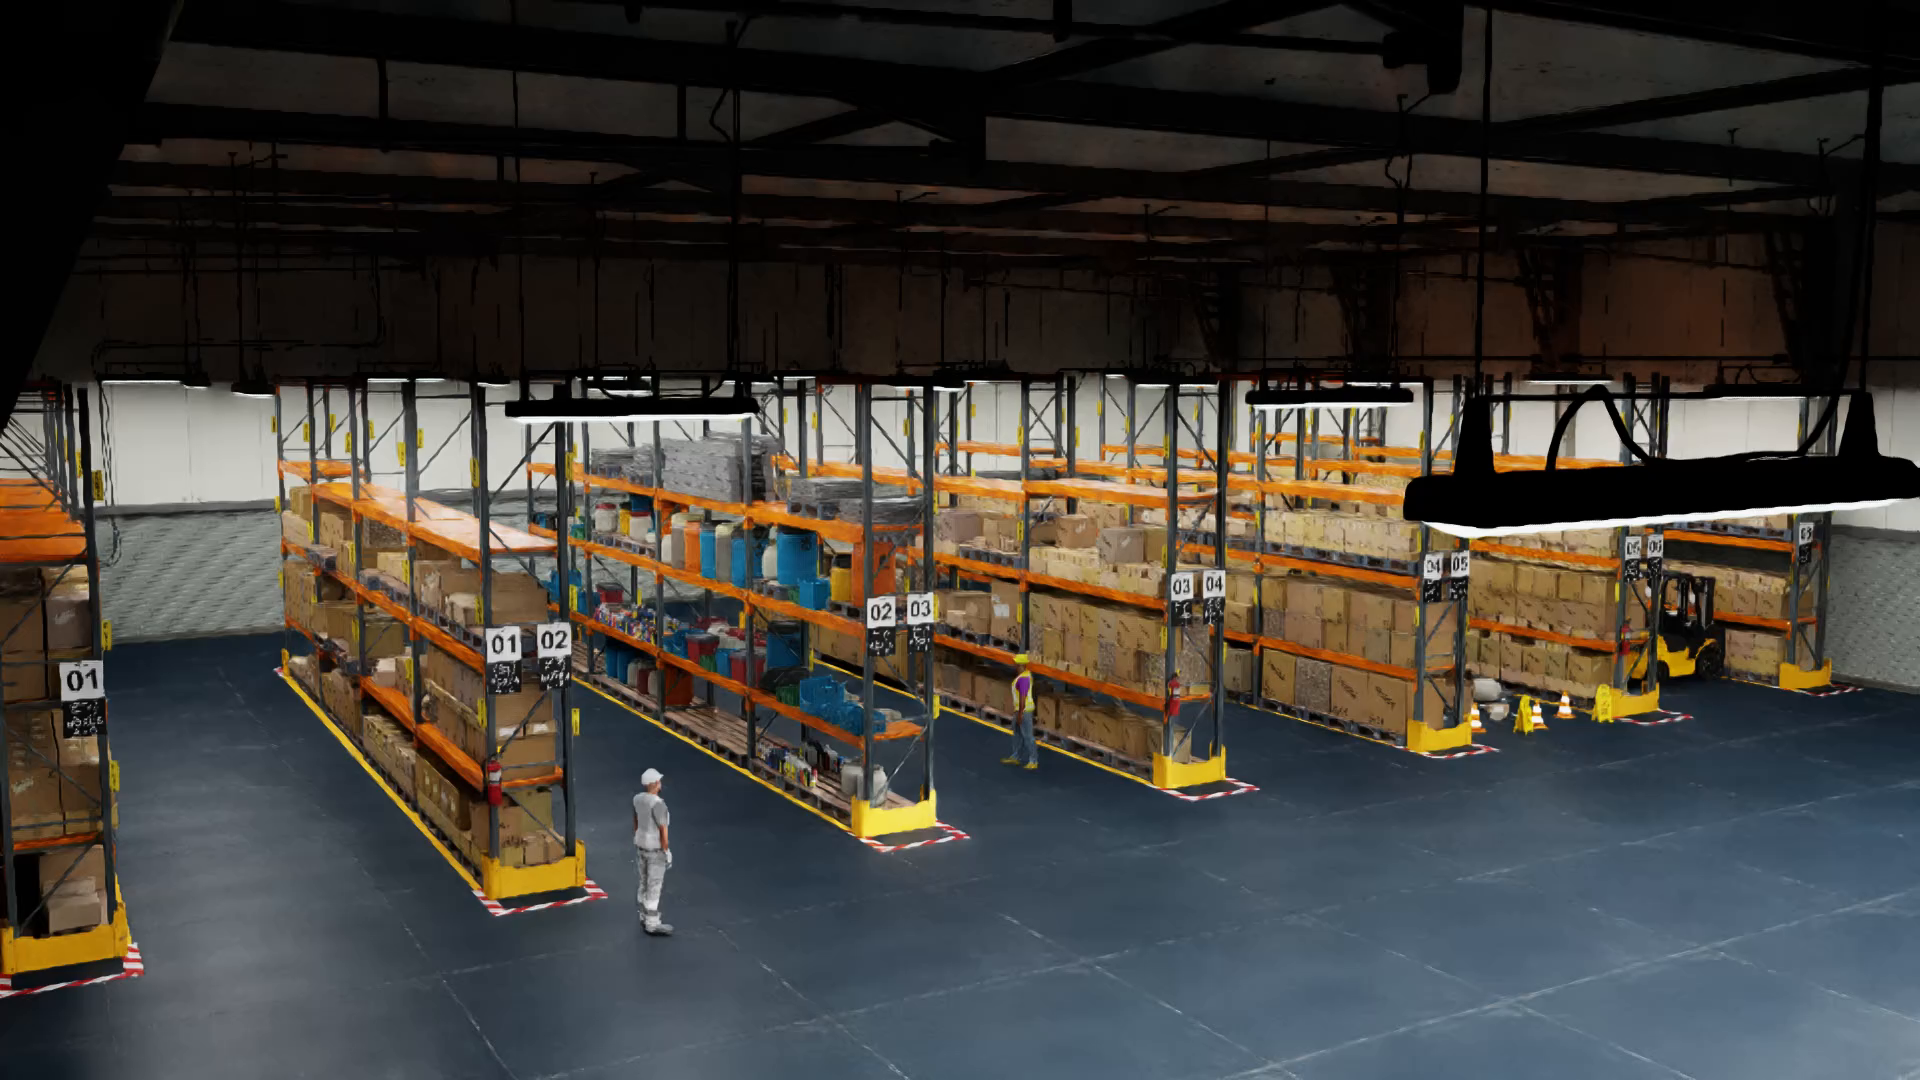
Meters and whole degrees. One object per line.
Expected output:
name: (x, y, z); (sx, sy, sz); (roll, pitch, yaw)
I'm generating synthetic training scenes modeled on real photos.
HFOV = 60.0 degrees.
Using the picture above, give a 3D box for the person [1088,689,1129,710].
person: (2.631, 2.304, 29.818); (0.417, 1.517, 1.037); (-3, 7, -27)

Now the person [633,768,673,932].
person: (-3.408, 3.408, 18.445); (0.396, 1.784, 0.652); (-6, 9, -43)

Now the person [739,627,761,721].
person: (-3.633, 2.319, 28.735); (0.390, 1.720, 0.676); (-1, 6, -9)

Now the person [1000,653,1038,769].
person: (0.920, 2.593, 25.742); (0.580, 1.700, 0.671); (0, 6, -2)
